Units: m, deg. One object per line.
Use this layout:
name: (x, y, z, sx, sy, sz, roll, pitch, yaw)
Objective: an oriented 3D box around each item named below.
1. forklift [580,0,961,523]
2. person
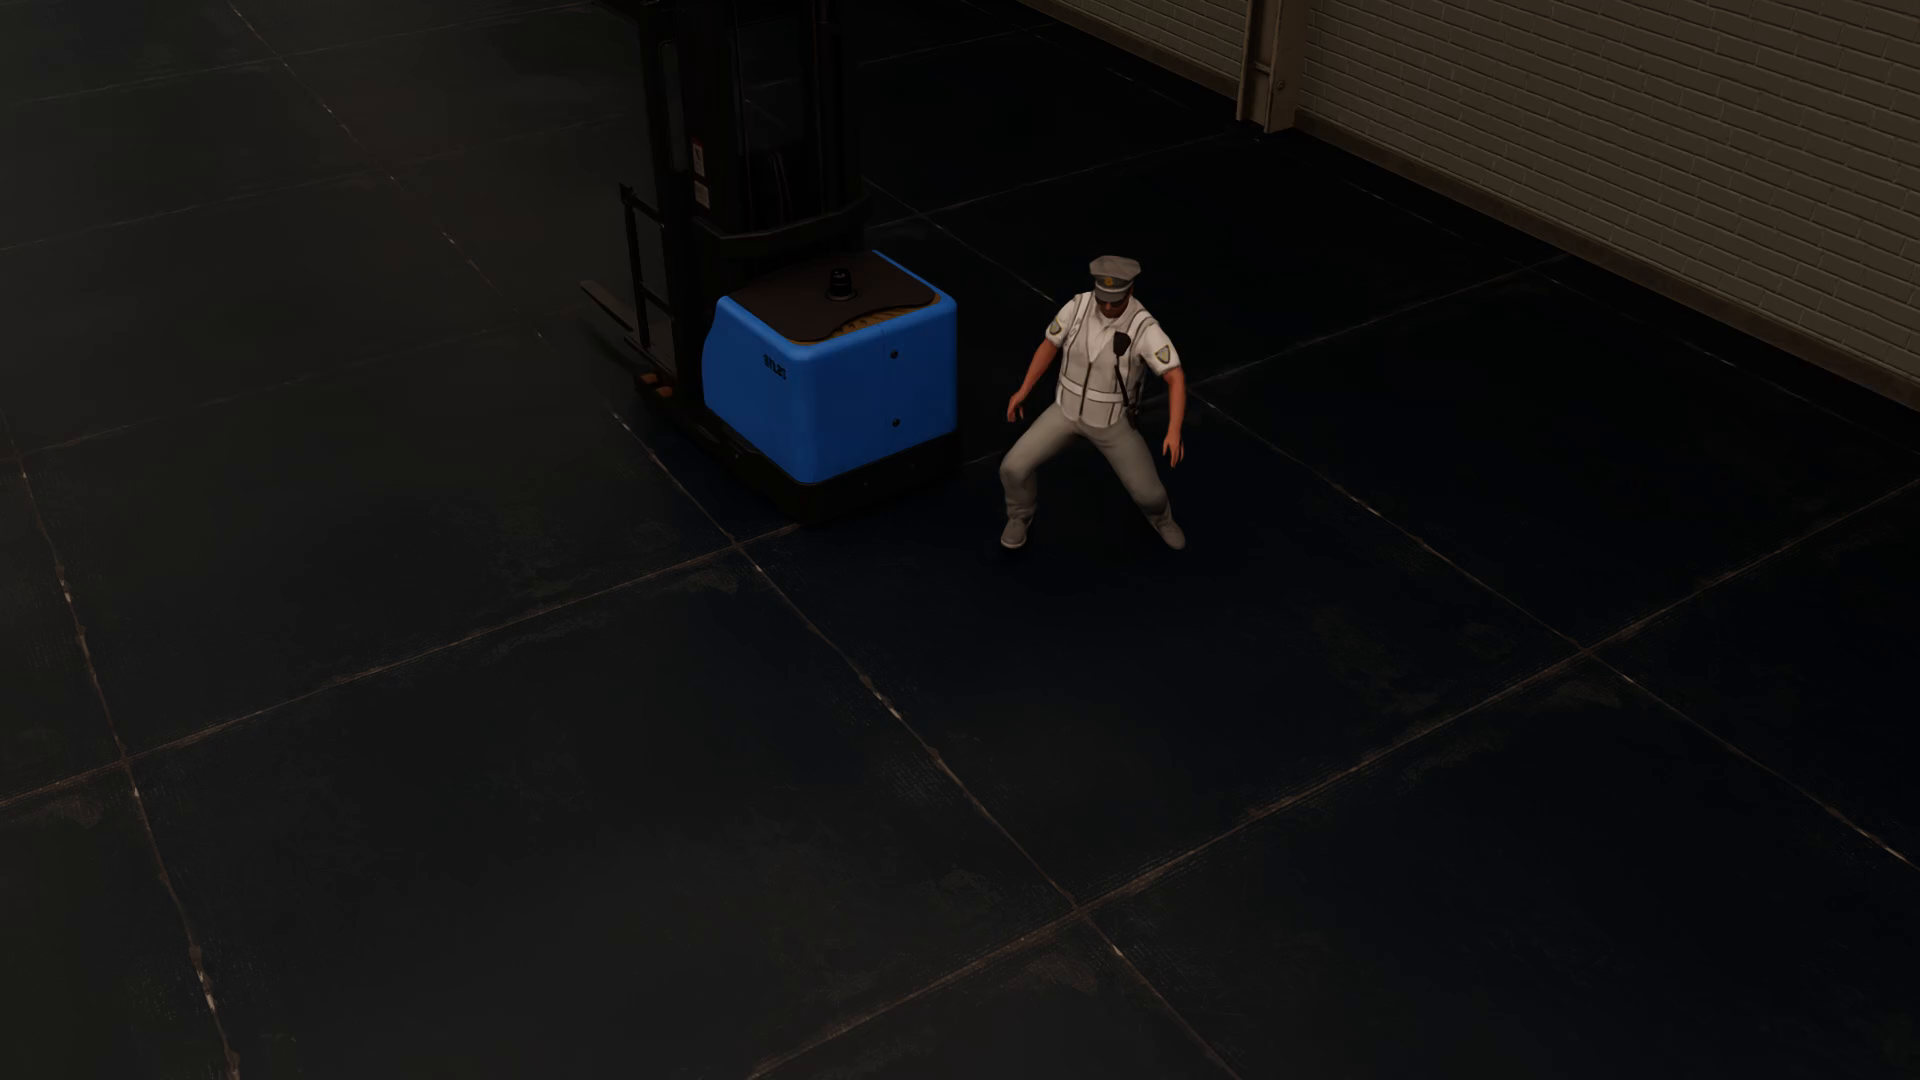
forklift: (-1.274, -2.082, 9.110, 1.130, 2.935, 3.031, -23, 41, -29)
person: (0.724, -0.627, 8.231, 0.972, 1.627, 0.722, 17, 38, 22)
